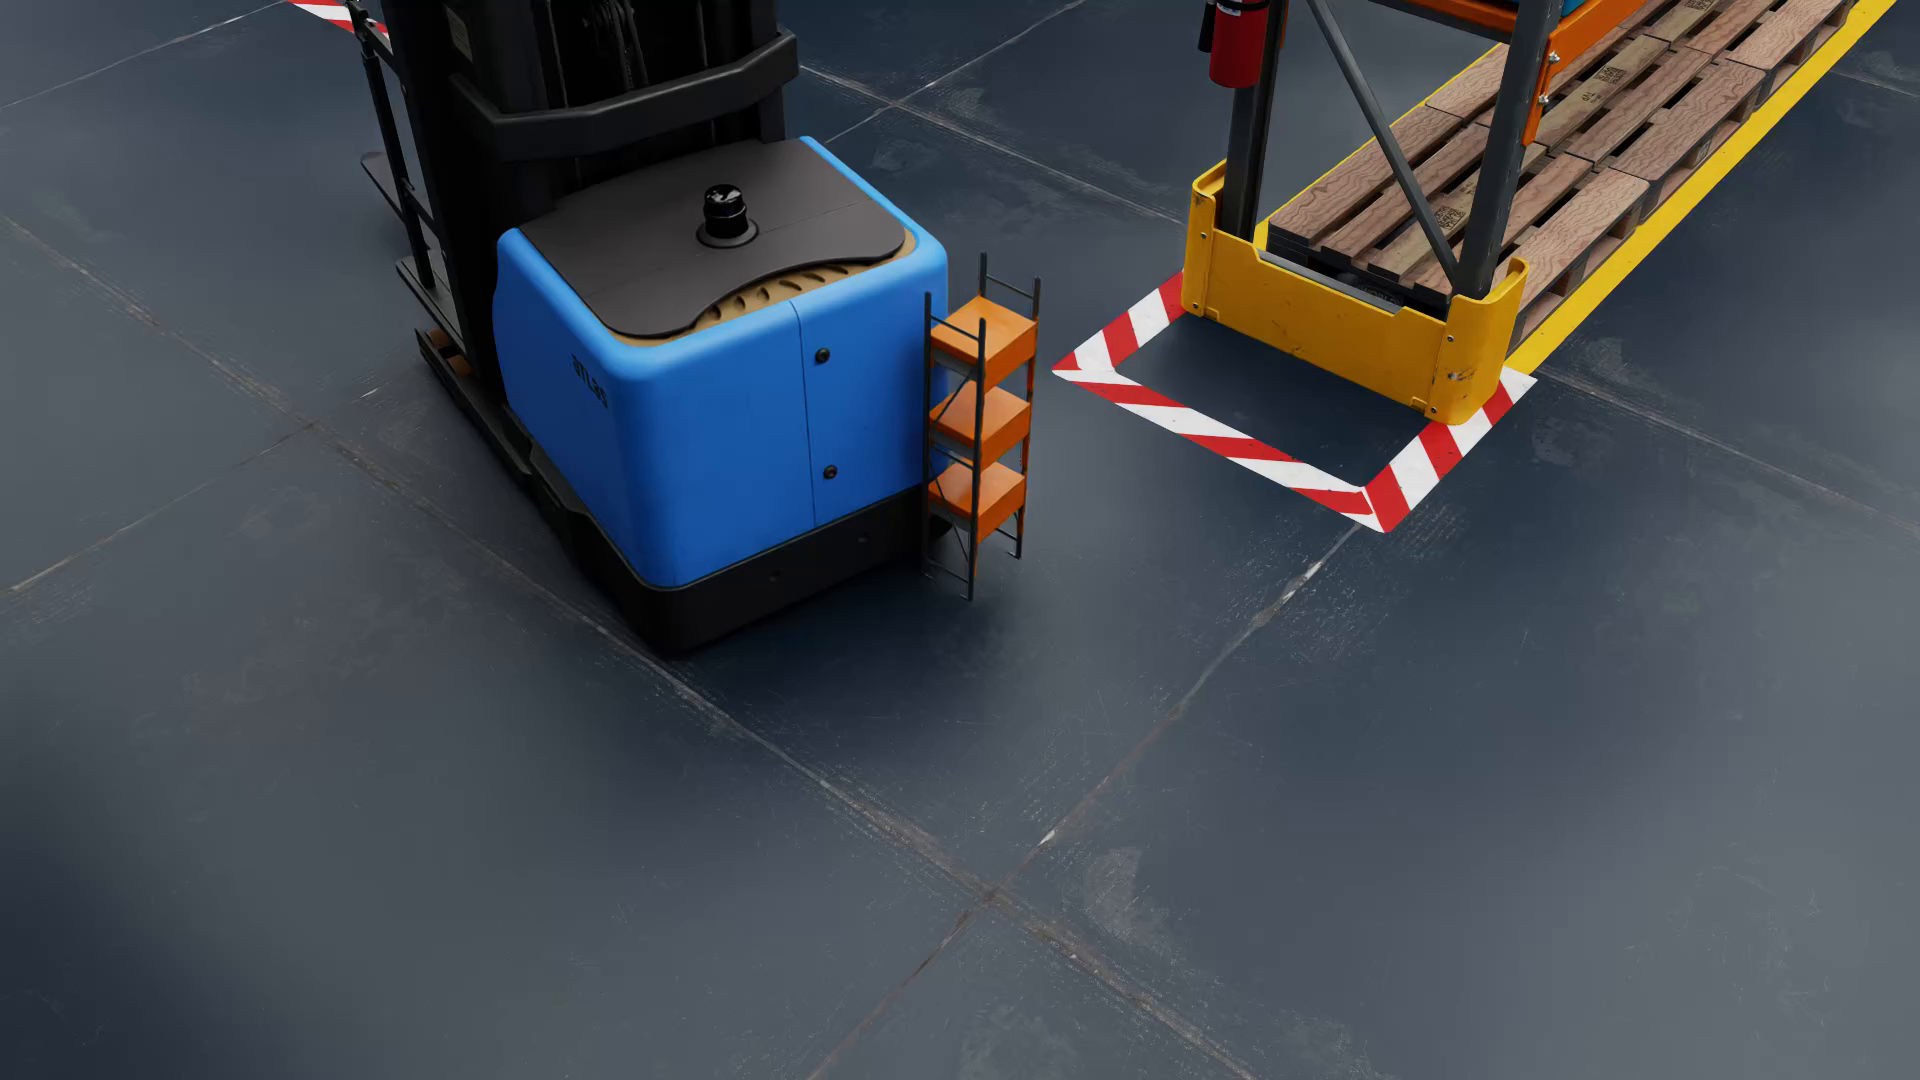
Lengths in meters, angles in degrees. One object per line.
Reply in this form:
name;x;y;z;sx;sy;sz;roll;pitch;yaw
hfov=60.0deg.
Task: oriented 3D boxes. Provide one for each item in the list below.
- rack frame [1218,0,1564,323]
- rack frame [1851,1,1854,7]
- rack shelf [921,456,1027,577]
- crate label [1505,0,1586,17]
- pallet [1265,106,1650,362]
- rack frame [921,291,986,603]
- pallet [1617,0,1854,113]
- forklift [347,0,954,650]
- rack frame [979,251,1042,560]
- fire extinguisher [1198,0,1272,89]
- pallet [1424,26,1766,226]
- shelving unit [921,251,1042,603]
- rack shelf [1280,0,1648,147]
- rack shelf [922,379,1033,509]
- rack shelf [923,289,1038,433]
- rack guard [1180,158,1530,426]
rack frame;1.360;-1.841;5.045;1.000;3.000;0.127;29;50;28
rack frame;3.935;-3.901;7.310;1.000;3.000;0.127;29;50;28
rack shelf;0.041;-0.090;4.991;0.215;0.259;0.240;29;50;26
crate label;1.771;-1.786;5.064;0.416;0.233;0.303;29;50;28
pallet;1.921;-1.217;6.432;1.003;0.211;1.213;29;50;28
rack frame;-0.026;-0.234;4.722;0.200;1.050;0.008;29;50;26
pallet;3.491;-2.474;7.814;1.003;0.211;1.213;29;50;28
forklift;-1.256;-1.727;4.971;1.130;2.935;3.031;-24;48;-24
rack frame;0.124;-0.364;4.864;0.200;1.050;0.008;29;50;26
fire extinguisher;0.915;-1.794;5.328;0.296;0.674;0.183;29;50;28
pallet;2.706;-1.843;7.120;1.003;0.211;1.213;29;50;28
shelving unit;0.049;-0.299;4.793;0.215;1.050;0.252;29;50;26
rack shelf;2.647;-2.605;6.420;1.077;0.370;4.000;29;50;28
rack shelf;0.049;-0.291;4.800;0.215;0.259;0.240;29;50;26
rack shelf;0.056;-0.497;4.605;0.215;0.259;0.240;29;50;26
rack guard;1.355;-0.898;5.866;1.175;0.500;0.348;29;50;28
